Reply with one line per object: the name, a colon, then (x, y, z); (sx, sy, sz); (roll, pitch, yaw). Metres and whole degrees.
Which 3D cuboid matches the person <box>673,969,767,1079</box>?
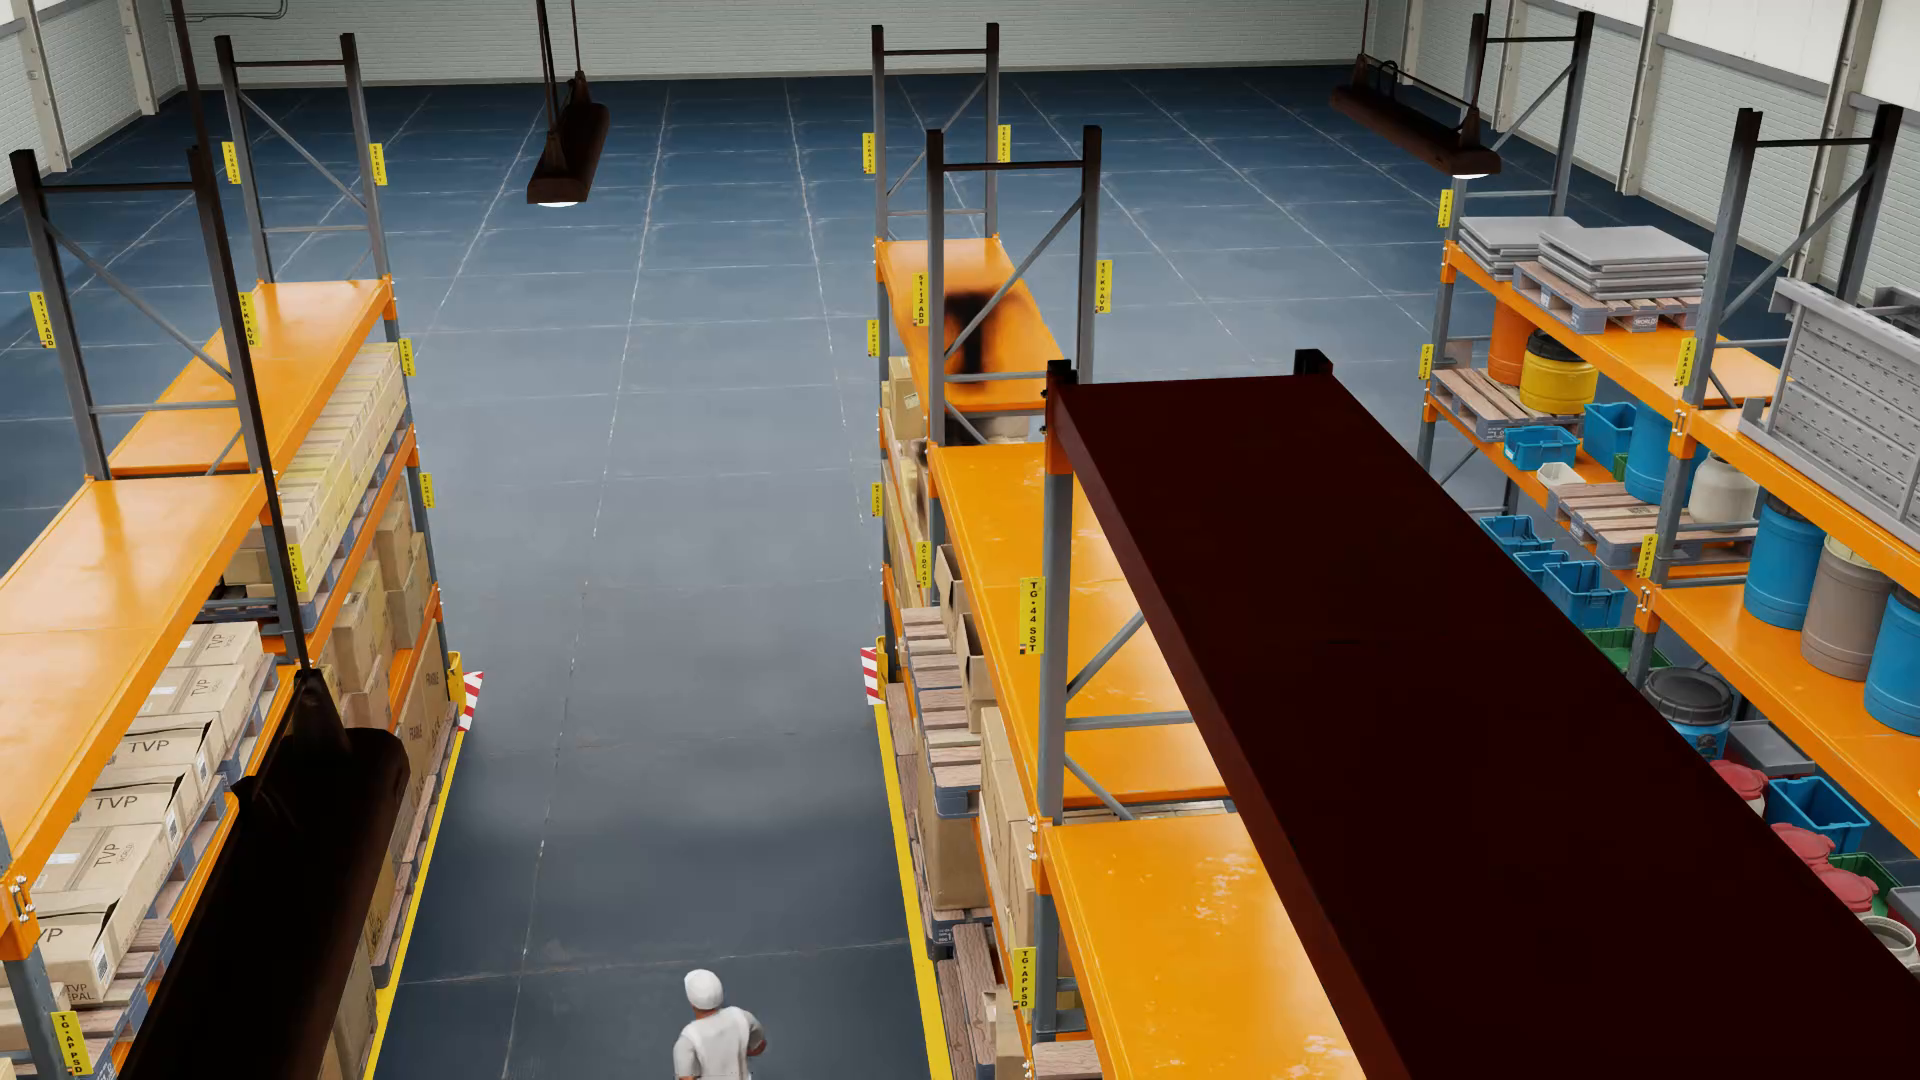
person: (-1.342, 3.307, 9.530); (0.686, 1.754, 0.972); (-15, 29, -29)
